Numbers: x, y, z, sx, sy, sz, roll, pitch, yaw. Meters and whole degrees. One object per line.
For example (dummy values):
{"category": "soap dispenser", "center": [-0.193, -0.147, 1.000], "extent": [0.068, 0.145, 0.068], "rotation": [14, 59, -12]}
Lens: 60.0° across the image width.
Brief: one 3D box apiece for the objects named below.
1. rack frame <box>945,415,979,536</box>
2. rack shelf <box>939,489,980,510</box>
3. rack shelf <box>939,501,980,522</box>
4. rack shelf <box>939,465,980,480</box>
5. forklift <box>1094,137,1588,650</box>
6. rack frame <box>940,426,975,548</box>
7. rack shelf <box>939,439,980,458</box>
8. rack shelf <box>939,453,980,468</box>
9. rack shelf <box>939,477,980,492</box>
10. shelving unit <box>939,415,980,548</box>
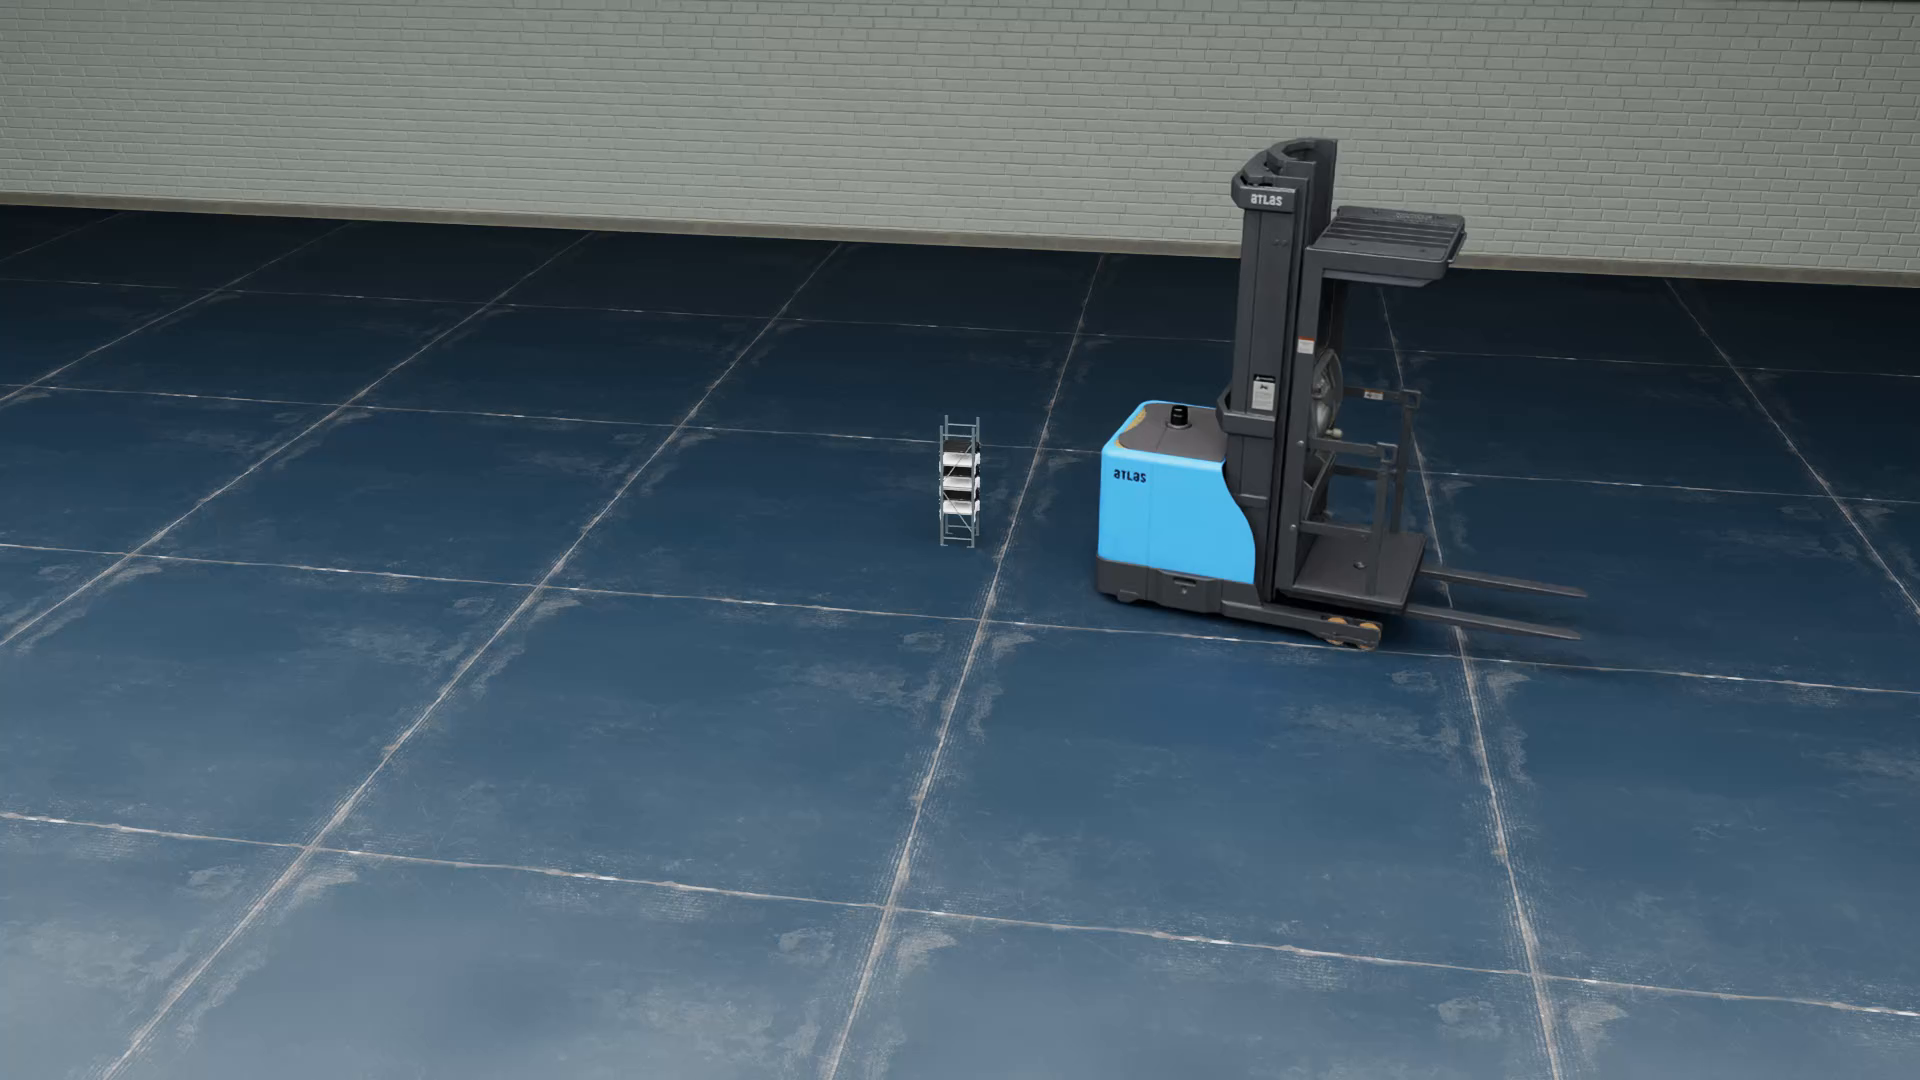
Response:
{"category": "rack frame", "center": [0.015, -0.447, 11.687], "extent": [0.240, 0.900, 0.006], "rotation": [4, 25, 9]}
{"category": "rack shelf", "center": [-0.001, -0.292, 11.648], "extent": [0.258, 0.077, 0.200], "rotation": [4, 25, 9]}
{"category": "rack shelf", "center": [-0.001, -0.211, 11.687], "extent": [0.258, 0.077, 0.200], "rotation": [4, 25, 9]}
{"category": "rack shelf", "center": [-0.001, -0.455, 11.572], "extent": [0.258, 0.077, 0.200], "rotation": [4, 25, 9]}
{"category": "forklift", "center": [2.456, -0.899, 10.258], "extent": [3.031, 2.935, 1.130], "rotation": [10, 27, 20]}
{"category": "rack frame", "center": [-0.018, -0.362, 11.505], "extent": [0.240, 0.900, 0.006], "rotation": [4, 25, 9]}
{"category": "rack shelf", "center": [-0.001, -0.619, 11.496], "extent": [0.258, 0.077, 0.200], "rotation": [4, 25, 9]}
{"category": "rack shelf", "center": [-0.001, -0.537, 11.534], "extent": [0.258, 0.077, 0.200], "rotation": [4, 25, 9]}
{"category": "rack shelf", "center": [-0.001, -0.374, 11.610], "extent": [0.258, 0.077, 0.200], "rotation": [4, 25, 9]}
{"category": "shelving unit", "center": [-0.001, -0.404, 11.596], "extent": [0.258, 0.900, 0.210], "rotation": [4, 25, 9]}
